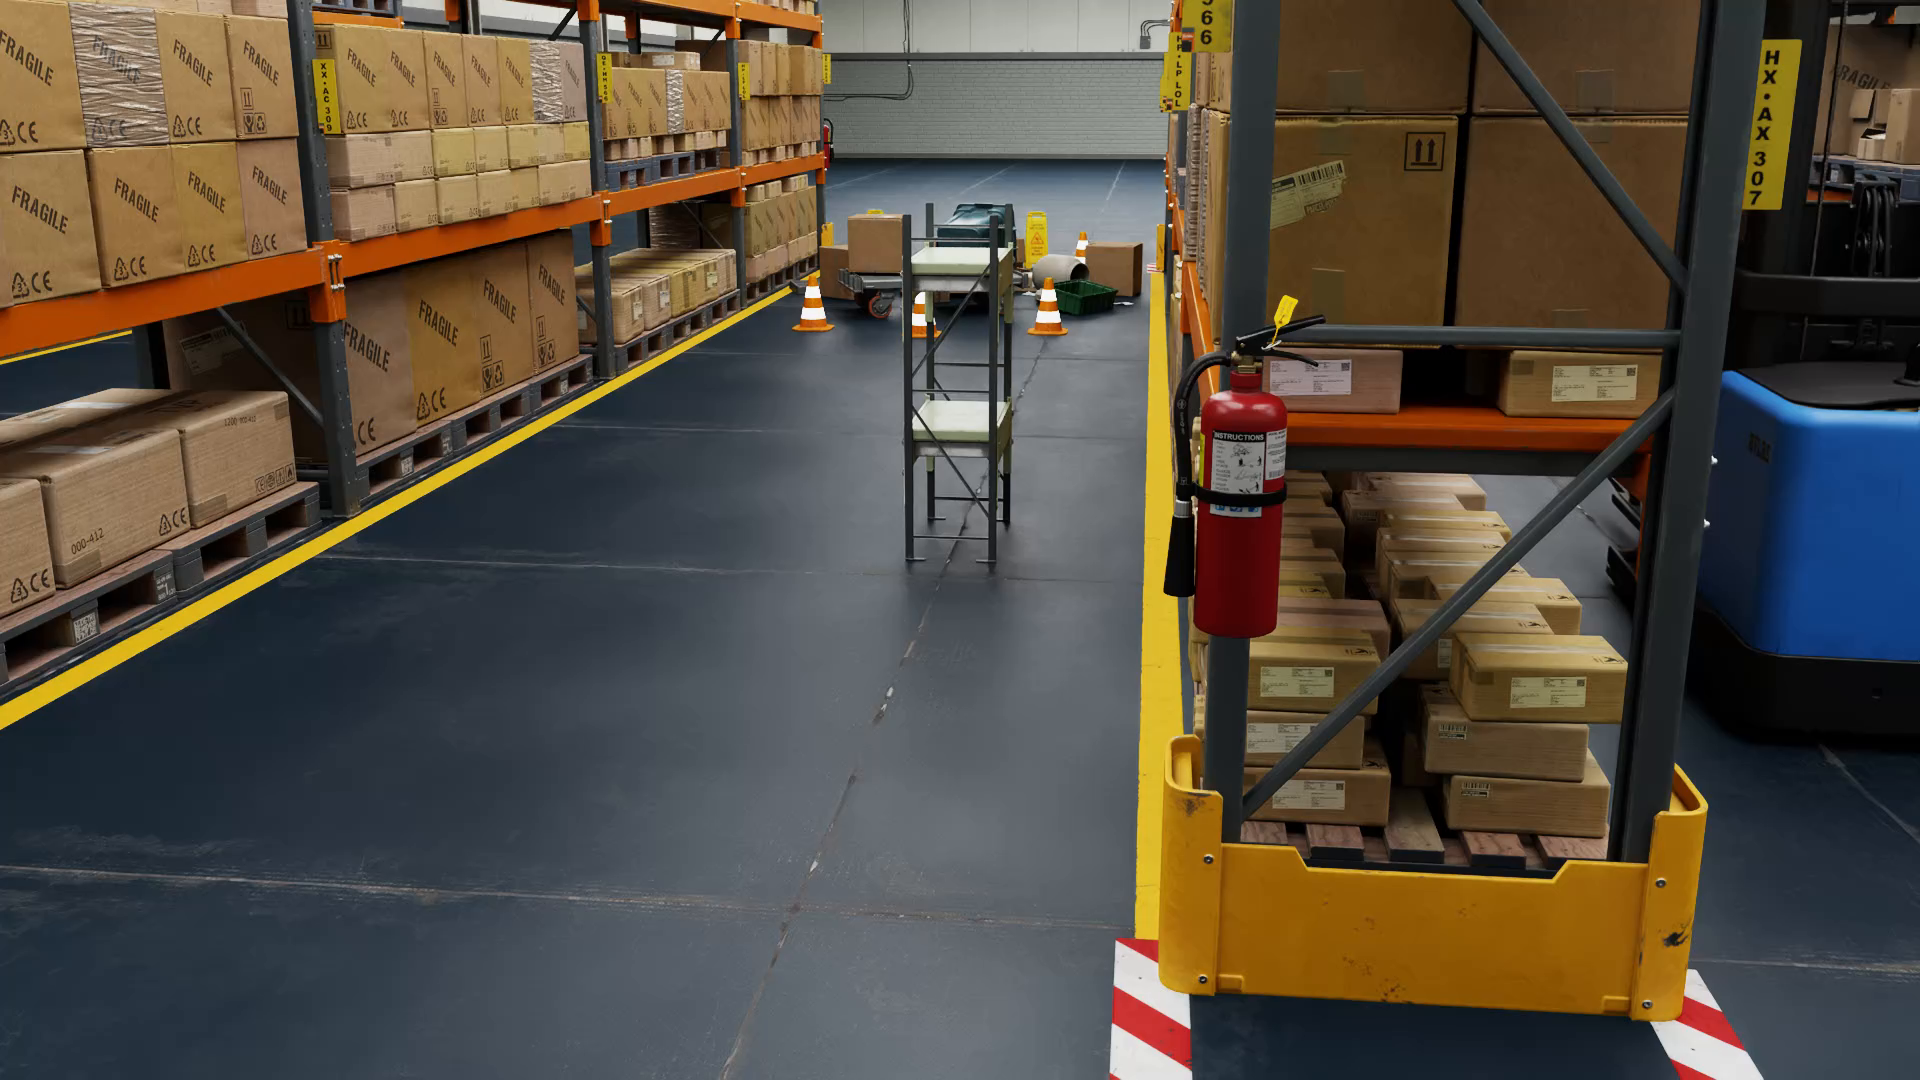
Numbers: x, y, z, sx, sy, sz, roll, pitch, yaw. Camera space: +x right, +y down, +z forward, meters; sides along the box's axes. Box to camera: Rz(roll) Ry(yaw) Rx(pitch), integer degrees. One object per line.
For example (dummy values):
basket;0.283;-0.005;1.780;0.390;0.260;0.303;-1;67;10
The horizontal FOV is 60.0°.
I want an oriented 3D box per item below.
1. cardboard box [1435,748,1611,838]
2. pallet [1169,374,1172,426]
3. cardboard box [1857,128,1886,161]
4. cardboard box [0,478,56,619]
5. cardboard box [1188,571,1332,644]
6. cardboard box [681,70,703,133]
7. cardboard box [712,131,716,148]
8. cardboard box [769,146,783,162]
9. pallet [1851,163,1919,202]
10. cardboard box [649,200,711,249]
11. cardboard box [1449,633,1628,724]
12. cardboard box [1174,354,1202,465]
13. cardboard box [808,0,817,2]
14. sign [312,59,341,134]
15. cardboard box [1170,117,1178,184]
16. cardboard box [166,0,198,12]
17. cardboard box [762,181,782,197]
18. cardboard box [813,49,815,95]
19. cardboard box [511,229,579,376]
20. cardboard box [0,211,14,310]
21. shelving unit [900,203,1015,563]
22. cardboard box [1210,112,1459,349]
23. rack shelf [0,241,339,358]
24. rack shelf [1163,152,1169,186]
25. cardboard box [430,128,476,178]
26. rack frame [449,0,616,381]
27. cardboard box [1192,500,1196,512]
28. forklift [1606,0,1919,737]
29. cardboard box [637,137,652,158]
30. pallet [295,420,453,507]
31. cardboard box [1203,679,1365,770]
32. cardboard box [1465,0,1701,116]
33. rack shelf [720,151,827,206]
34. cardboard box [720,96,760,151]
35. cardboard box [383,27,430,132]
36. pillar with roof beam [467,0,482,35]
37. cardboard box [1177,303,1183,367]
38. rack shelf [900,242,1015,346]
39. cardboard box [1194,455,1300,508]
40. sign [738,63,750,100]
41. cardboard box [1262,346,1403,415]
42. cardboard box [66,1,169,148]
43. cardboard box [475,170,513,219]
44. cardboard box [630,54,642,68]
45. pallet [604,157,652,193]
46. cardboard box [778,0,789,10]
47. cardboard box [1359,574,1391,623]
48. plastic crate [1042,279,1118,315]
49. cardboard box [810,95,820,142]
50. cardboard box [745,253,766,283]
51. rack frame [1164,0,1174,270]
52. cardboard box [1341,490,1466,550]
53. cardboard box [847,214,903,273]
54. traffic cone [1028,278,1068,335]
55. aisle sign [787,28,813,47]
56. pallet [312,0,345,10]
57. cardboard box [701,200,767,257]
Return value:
cardboard box;1.427;0.631;4.241;0.380;0.149;0.250;2;15;7
pallet;1.863;-0.943;10.744;1.003;0.211;1.213;2;15;6
cardboard box;6.789;-2.897;12.083;0.396;0.266;0.258;1;15;5
cardboard box;-3.810;0.086;5.700;0.875;0.438;0.875;2;15;8
cardboard box;0.846;0.191;4.728;0.380;0.149;0.250;1;15;5
cardboard box;-2.469;-3.654;13.863;0.500;0.500;0.500;2;15;8
cardboard box;-2.357;-3.520;14.611;0.380;0.149;0.250;1;15;5
cardboard box;-2.018;-3.931;16.934;0.380;0.149;0.250;2;15;7
pallet;6.844;-2.414;11.212;1.213;0.211;1.003;2;15;6
cardboard box;-2.726;-3.047;16.211;0.500;0.500;0.500;1;15;5
cardboard box;1.447;0.344;4.161;0.380;0.149;0.250;1;15;4
cardboard box;1.334;-0.649;8.301;0.500;0.500;0.500;1;15;5
cardboard box;-1.864;-6.064;18.314;0.500;0.250;0.500;2;15;6
sign;-2.877;-2.014;7.552;0.100;0.325;0.005;2;15;6
cardboard box;1.851;-2.923;12.535;0.500;0.500;0.500;1;15;5
cardboard box;-3.323;-2.199;6.697;0.380;0.149;0.250;2;15;6
cardboard box;-2.034;-3.578;16.931;0.380;0.149;0.250;3;15;9
cardboard box;-1.980;-5.090;18.064;0.700;0.500;0.500;2;15;7
cardboard box;-3.138;-1.611;11.140;0.875;0.875;0.875;2;15;6
cardboard box;-3.436;-0.964;5.288;0.500;0.500;0.500;2;15;6
shelving unit;0.001;-0.726;7.473;0.431;1.500;0.755;2;15;6
cardboard box;0.845;-0.732;3.863;0.500;0.500;0.500;2;15;7
rack shelf;-3.654;-0.708;5.910;1.077;0.370;4.000;2;15;6
rack shelf;2.630;-3.700;16.978;1.077;0.370;4.000;2;15;6
cardboard box;-2.984;-2.114;9.065;0.500;0.250;0.500;2;15;7
rack frame;-2.977;-2.611;11.571;1.000;3.000;0.127;2;15;6
cardboard box;1.134;-0.060;6.796;0.380;0.149;0.250;2;15;6
forklift;3.218;-1.127;6.214;1.130;2.935;3.031;2;15;9
cardboard box;-2.562;-2.984;12.627;0.380;0.149;0.250;2;15;7
pallet;-3.416;-0.430;8.847;1.003;0.211;1.213;2;15;6
cardboard box;0.826;0.468;4.272;0.380;0.149;0.250;1;15;5
cardboard box;1.364;-1.200;3.675;0.500;0.500;0.500;2;15;6
rack shelf;-2.300;-3.820;17.420;1.077;0.370;4.000;2;15;6
cardboard box;-2.199;-3.946;15.748;0.500;0.500;0.500;2;15;6
cardboard box;-3.063;-2.343;8.473;0.500;0.500;0.500;2;15;6
pillar with roof beam;-3.026;-9.002;23.715;9.100;9.000;0.400;2;15;6
cardboard box;1.334;-1.013;8.208;0.500;0.250;0.500;1;15;5
rack shelf;0.001;-1.102;7.371;0.431;0.370;0.720;2;15;6
cardboard box;1.070;-0.216;6.231;0.380;0.149;0.250;2;15;7
sign;-1.974;-4.192;15.200;0.100;0.325;0.005;2;15;6
cardboard box;0.806;-0.388;3.832;0.380;0.149;0.250;2;15;6
cardboard box;-3.321;-1.710;6.133;0.500;0.500;0.500;2;15;7
cardboard box;-2.920;-2.004;9.612;0.500;0.250;0.500;1;15;5
cardboard box;-2.930;-4.245;14.804;0.380;0.149;0.250;2;15;6
pallet;-3.003;-2.706;12.292;1.213;0.211;1.003;2;15;6
cardboard box;-1.966;-5.512;17.035;0.380;0.149;0.250;2;15;6
cardboard box;1.463;0.215;5.209;0.380;0.149;0.250;1;15;4
plastic crate;1.122;-2.283;15.635;0.450;0.188;0.662;22;25;31
cardboard box;-1.862;-4.729;18.642;0.500;0.500;0.500;1;15;5
cardboard box;-2.191;-2.669;16.249;0.500;0.250;0.500;1;15;4
rack frame;2.855;-4.566;18.802;1.000;3.000;0.127;2;15;6
cardboard box;1.509;-0.066;5.677;0.380;0.149;0.250;2;15;6
cardboard box;-0.754;-2.763;15.470;0.500;0.500;0.500;2;15;6
traffic cone;0.752;-2.001;14.175;0.336;0.463;0.334;2;15;6
aisle sign;-1.779;-5.948;18.933;0.394;0.787;0.004;2;15;6
pallet;-7.248;-5.736;17.553;1.003;0.211;1.213;2;15;6
cardboard box;-2.191;-3.031;16.151;0.500;0.500;0.500;2;15;9
